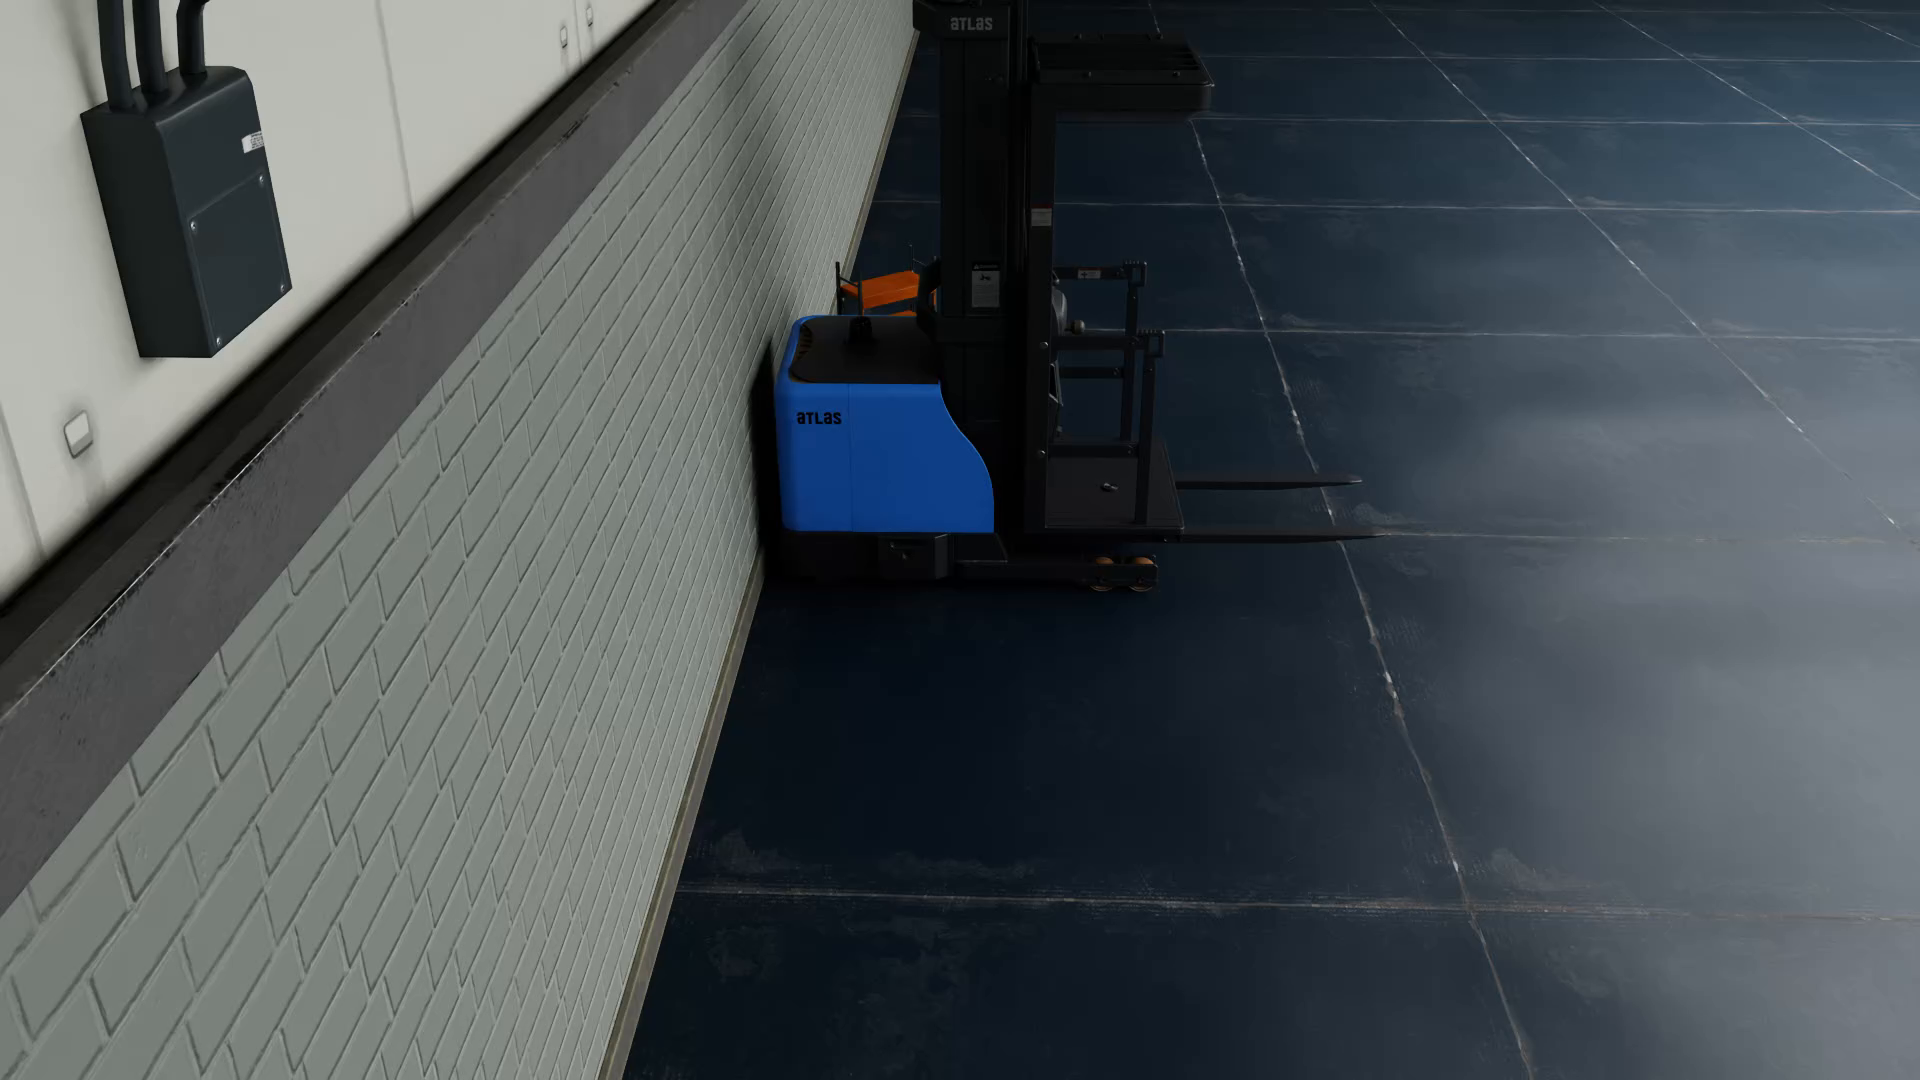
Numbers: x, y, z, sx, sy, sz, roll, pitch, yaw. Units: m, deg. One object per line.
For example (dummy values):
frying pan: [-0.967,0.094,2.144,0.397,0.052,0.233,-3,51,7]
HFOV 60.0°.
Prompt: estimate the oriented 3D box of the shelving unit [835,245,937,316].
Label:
shelving unit: [-0.404,-1.007,9.368,0.503,1.200,0.258,-19,33,-31]

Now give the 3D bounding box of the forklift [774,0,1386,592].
forklift: [0.625,-1.291,8.056,3.031,2.935,1.130,0,28,1]

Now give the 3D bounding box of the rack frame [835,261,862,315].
rack frame: [-0.602,-0.939,9.241,0.015,1.200,0.240,-19,33,-31]

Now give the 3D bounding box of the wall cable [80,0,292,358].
wall cable: [-1.083,-3.456,2.030,0.169,6.003,2.305,1,28,2]

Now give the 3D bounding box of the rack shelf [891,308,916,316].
rack shelf: [-0.404,-1.145,9.295,0.480,0.148,0.258,-19,33,-31]

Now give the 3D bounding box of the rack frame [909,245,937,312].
rack frame: [-0.207,-1.074,9.495,0.015,1.200,0.240,-19,33,-31]

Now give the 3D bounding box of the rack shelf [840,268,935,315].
rack shelf: [-0.404,-1.354,9.184,0.480,0.148,0.258,-19,33,-31]
